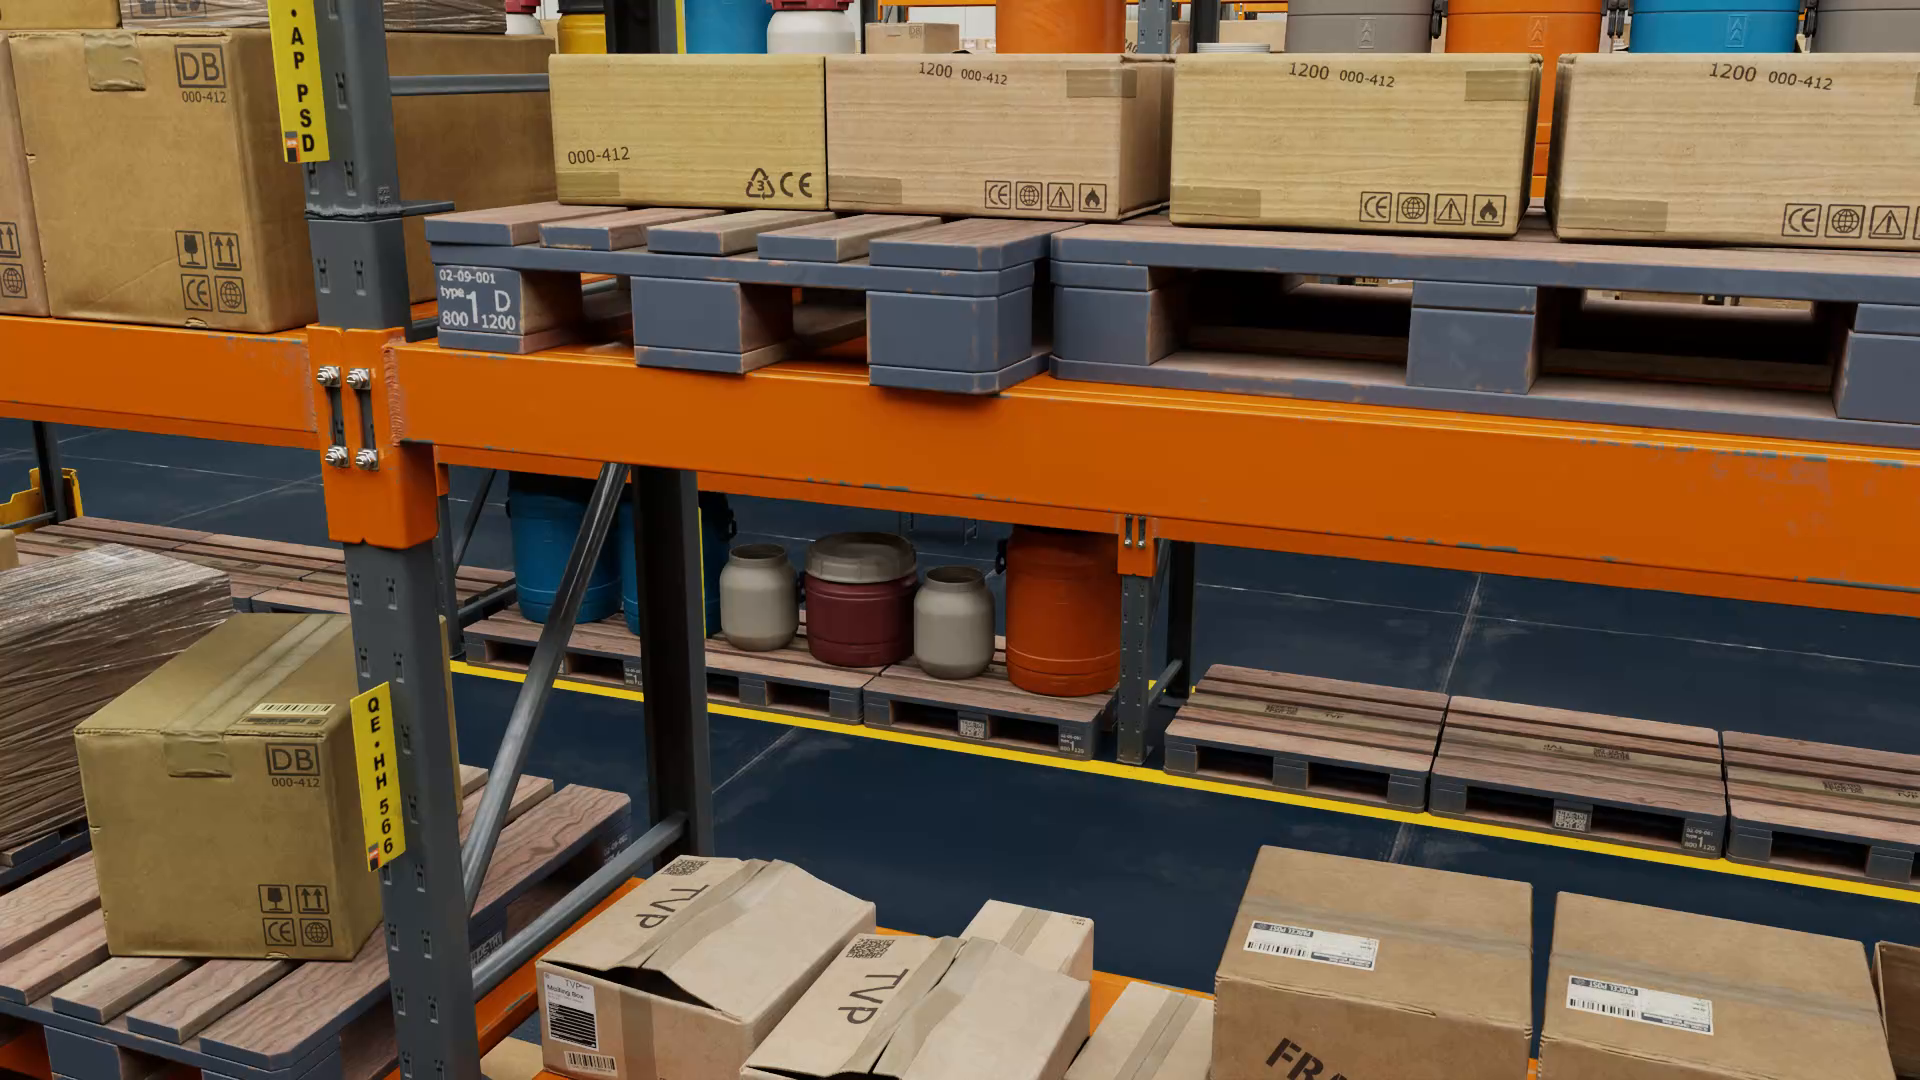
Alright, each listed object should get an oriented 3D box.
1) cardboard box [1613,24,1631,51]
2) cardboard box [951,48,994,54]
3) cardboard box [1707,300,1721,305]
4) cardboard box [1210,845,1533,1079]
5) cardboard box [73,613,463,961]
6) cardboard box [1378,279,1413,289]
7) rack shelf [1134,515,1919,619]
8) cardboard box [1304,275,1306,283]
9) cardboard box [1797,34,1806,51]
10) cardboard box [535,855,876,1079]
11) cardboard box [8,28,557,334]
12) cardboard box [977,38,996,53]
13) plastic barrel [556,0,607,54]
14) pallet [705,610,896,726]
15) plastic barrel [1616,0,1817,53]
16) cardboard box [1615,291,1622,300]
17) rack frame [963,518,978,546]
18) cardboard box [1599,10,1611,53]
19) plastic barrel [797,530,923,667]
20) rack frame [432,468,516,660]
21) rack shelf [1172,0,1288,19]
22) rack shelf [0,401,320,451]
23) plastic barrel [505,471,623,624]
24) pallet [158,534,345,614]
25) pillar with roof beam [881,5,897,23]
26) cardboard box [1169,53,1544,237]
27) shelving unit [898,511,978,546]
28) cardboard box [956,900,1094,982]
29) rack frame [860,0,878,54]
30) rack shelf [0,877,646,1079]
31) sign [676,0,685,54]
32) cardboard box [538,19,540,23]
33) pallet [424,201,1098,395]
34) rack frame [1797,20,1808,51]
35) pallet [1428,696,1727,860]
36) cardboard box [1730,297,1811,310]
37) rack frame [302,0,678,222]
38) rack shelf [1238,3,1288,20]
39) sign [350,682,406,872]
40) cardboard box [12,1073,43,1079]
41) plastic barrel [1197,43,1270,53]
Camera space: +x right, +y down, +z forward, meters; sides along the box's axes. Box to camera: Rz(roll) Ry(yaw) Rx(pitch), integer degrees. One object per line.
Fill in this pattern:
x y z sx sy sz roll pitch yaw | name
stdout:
6.443 -4.685 15.940 0.500 0.500 0.500 6 17 21 | cardboard box
0.075 -3.649 12.890 0.500 0.311 0.500 6 17 19 | cardboard box
6.937 -1.904 16.134 0.750 0.750 1.050 6 17 21 | cardboard box
0.737 0.912 2.972 0.500 0.500 0.500 5 17 18 | cardboard box
-1.457 0.508 3.611 0.500 0.500 0.700 1 16 2 | cardboard box
3.326 -1.981 12.184 0.500 0.500 0.500 4 17 14 | cardboard box
2.852 0.059 7.382 4.000 0.370 1.077 6 17 21 | rack shelf
2.259 -1.810 12.350 0.500 0.500 0.500 7 18 22 | cardboard box
9.580 -5.774 19.420 0.500 0.250 0.500 7 17 22 | cardboard box
-0.507 0.884 3.408 0.500 0.311 0.500 7 18 24 | cardboard box
-1.248 -0.732 3.254 0.500 0.500 0.910 6 17 21 | cardboard box
0.361 -5.247 17.644 0.250 0.149 0.380 7 18 22 | cardboard box
-1.806 -2.593 8.753 0.600 0.588 0.600 0 16 0 | plastic barrel
-0.888 0.653 9.047 1.213 0.211 1.003 6 17 21 | pallet
2.943 -1.893 6.535 0.708 0.901 0.600 6 17 21 | plastic barrel
8.360 -3.073 20.839 0.625 0.372 0.950 7 18 22 | cardboard box
0.073 -0.568 11.479 0.015 1.200 0.240 6 17 21 | rack frame
4.093 -3.287 11.161 0.500 0.500 0.500 6 17 19 | cardboard box
-0.520 0.304 8.819 0.708 0.588 0.600 6 17 21 | plastic barrel
-2.730 -0.901 9.396 0.127 3.000 1.000 6 17 21 | rack frame
4.584 -6.894 21.289 4.000 0.370 1.077 6 17 21 | rack shelf
-4.590 -0.760 10.201 4.000 0.370 1.077 6 17 21 | rack shelf
-2.230 -0.035 9.423 0.708 0.901 0.600 6 17 21 | plastic barrel
-4.567 0.249 10.438 1.213 0.211 1.003 6 17 21 | pallet
-2.936 -8.726 25.592 0.400 9.000 9.100 6 17 21 | pillar with roof beam
0.636 -0.635 2.617 0.500 0.250 0.500 6 17 20 | cardboard box
-0.154 -0.593 11.565 0.503 1.200 0.258 6 17 21 | shelving unit
0.109 0.934 3.528 0.250 0.149 0.380 6 17 21 | cardboard box
-0.912 -5.066 12.984 0.127 3.000 1.000 6 17 21 | rack frame
-2.690 0.934 4.368 4.000 0.370 1.077 6 17 21 | rack shelf
-0.618 -1.077 3.554 0.005 0.325 0.100 6 17 21 | sign
-3.651 -4.205 14.284 0.500 0.500 0.700 6 17 19 | cardboard box
-0.165 -0.511 3.012 1.003 0.211 1.213 7 18 23 | pallet
11.984 -8.106 23.454 0.127 3.000 1.000 6 17 21 | rack frame
2.829 1.062 7.636 1.213 0.211 1.003 6 17 21 | pallet
5.842 -1.974 11.265 1.000 1.000 1.000 6 17 21 | cardboard box
-0.829 -2.088 2.726 0.127 3.000 1.000 6 17 21 | rack frame
6.402 -8.182 25.725 4.000 0.370 1.077 6 17 21 | rack shelf
-1.020 0.416 2.924 0.005 0.325 0.100 6 17 21 | sign
-2.267 1.694 4.152 0.500 0.500 0.500 6 17 19 | cardboard box
1.168 -1.875 7.170 0.421 0.512 0.421 0 16 0 | plastic barrel
